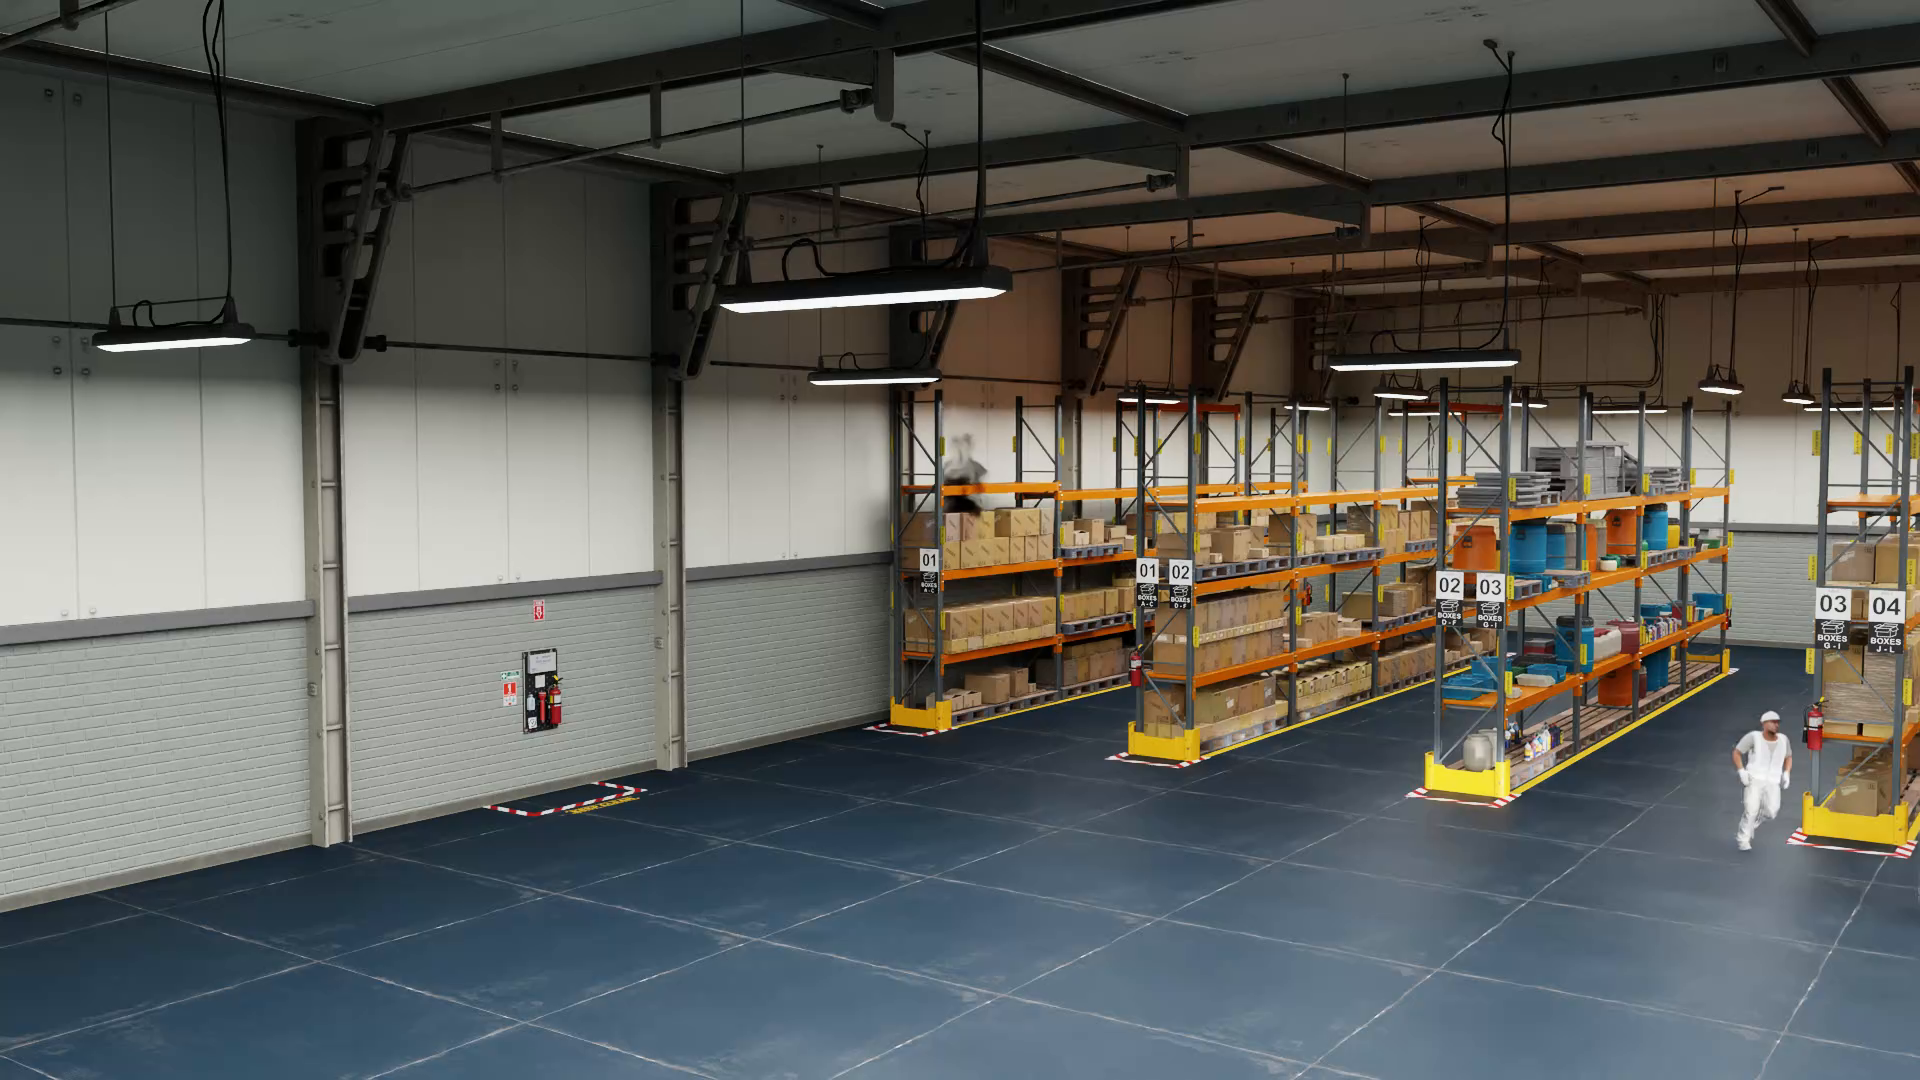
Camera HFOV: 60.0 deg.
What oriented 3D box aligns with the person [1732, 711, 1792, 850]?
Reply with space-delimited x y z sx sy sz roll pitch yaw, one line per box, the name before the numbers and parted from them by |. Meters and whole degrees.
person | 9.997 2.982 20.691 0.736 1.716 0.556 0 3 6
